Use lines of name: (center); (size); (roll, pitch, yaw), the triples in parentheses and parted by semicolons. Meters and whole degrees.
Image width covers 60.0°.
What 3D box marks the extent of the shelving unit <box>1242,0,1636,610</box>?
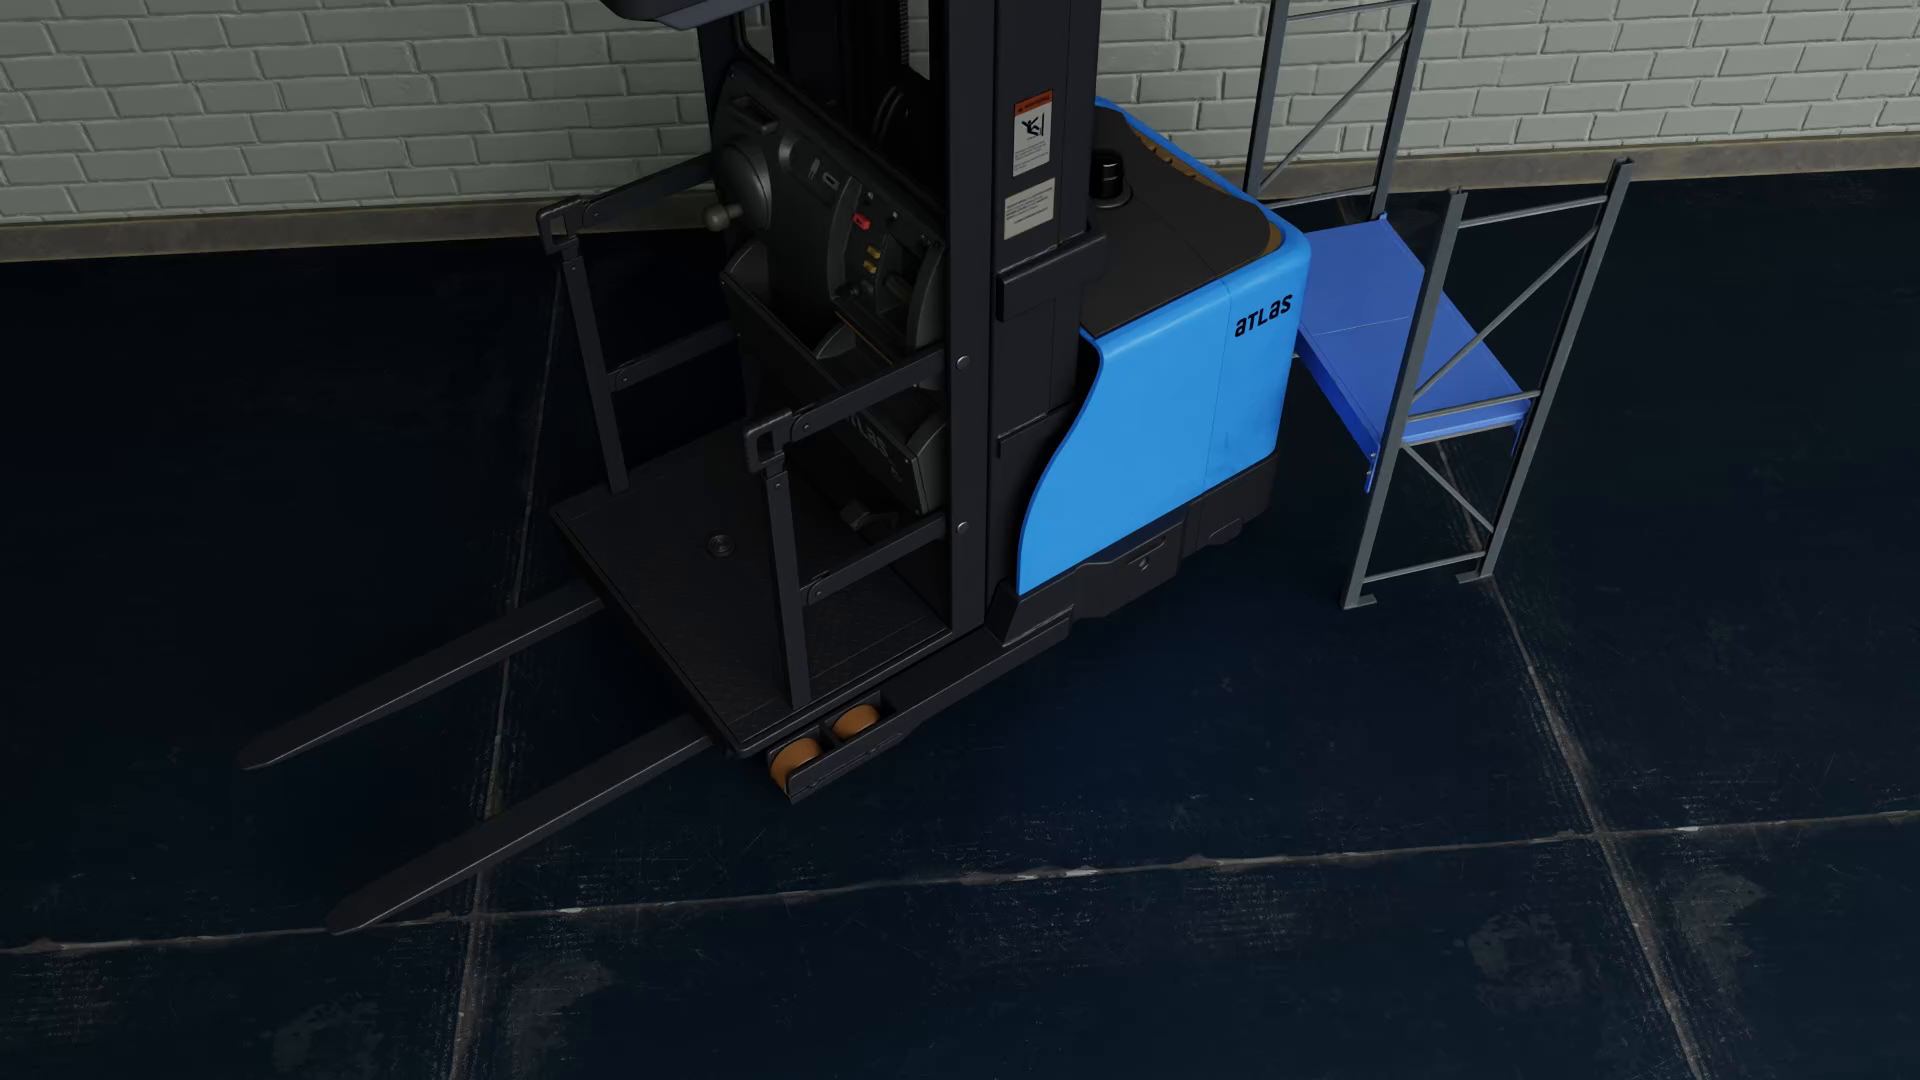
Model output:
shelving unit: (1.259, -0.718, 4.895); (0.538, 1.500, 1.048); (-12, 48, -11)

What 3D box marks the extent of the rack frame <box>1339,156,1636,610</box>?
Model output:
rack frame: (1.403, -0.364, 4.560); (0.500, 1.500, 0.032); (-12, 48, -11)

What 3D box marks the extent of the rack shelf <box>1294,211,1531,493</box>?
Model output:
rack shelf: (1.258, -0.594, 5.026); (0.538, 0.185, 1.000); (-12, 48, -11)

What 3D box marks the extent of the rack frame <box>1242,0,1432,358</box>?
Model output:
rack frame: (1.116, -1.072, 5.231); (0.500, 1.500, 0.032); (-12, 48, -11)

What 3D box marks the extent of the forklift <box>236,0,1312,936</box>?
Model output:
forklift: (-0.502, -0.740, 3.932); (3.031, 2.935, 1.130); (-28, 53, -24)
